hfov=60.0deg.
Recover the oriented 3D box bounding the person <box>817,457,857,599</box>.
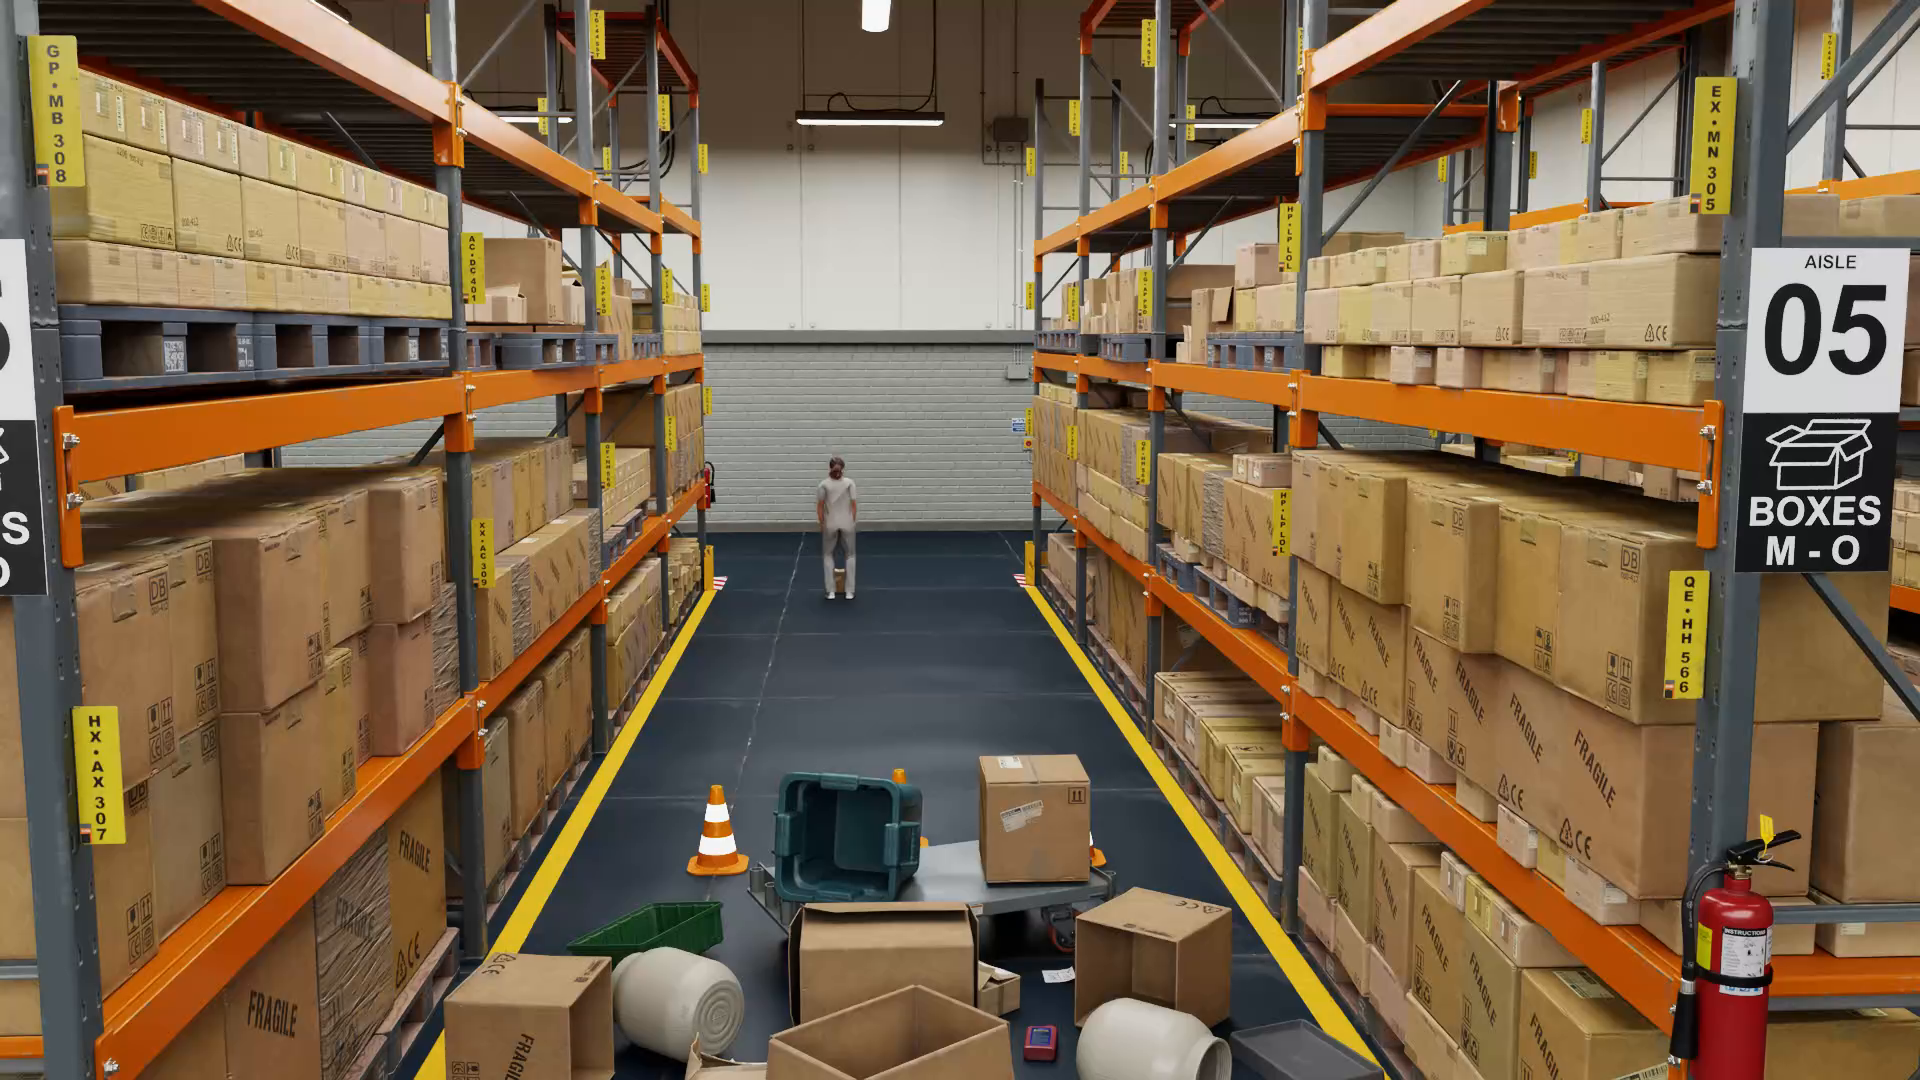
[{"bbox_3d":[-1.412,-0.136,19.114,0.461,1.627,0.388,0,7,-2],"label":"person"}]
